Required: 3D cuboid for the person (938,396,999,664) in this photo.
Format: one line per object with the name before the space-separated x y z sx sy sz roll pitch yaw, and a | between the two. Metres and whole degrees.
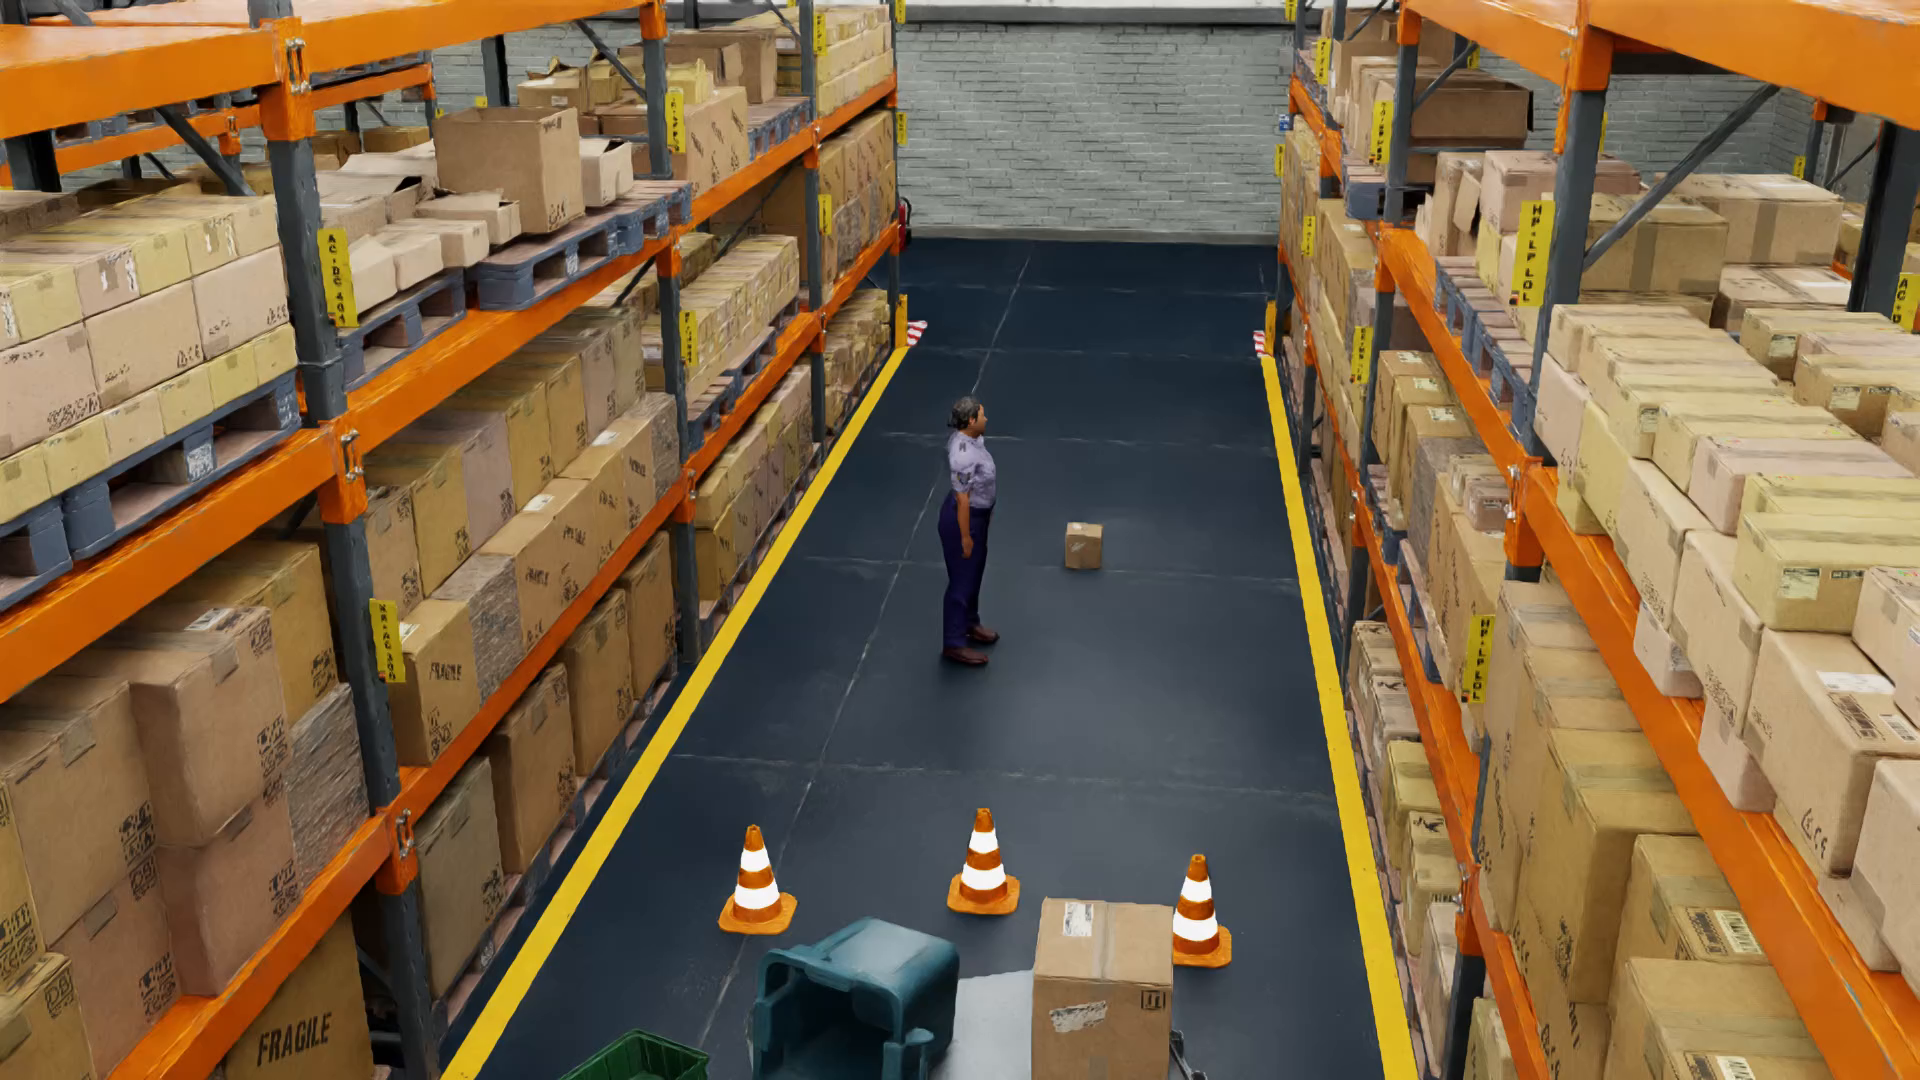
person | 0.054 -0.087 10.279 0.379 1.650 0.520 1 21 3
